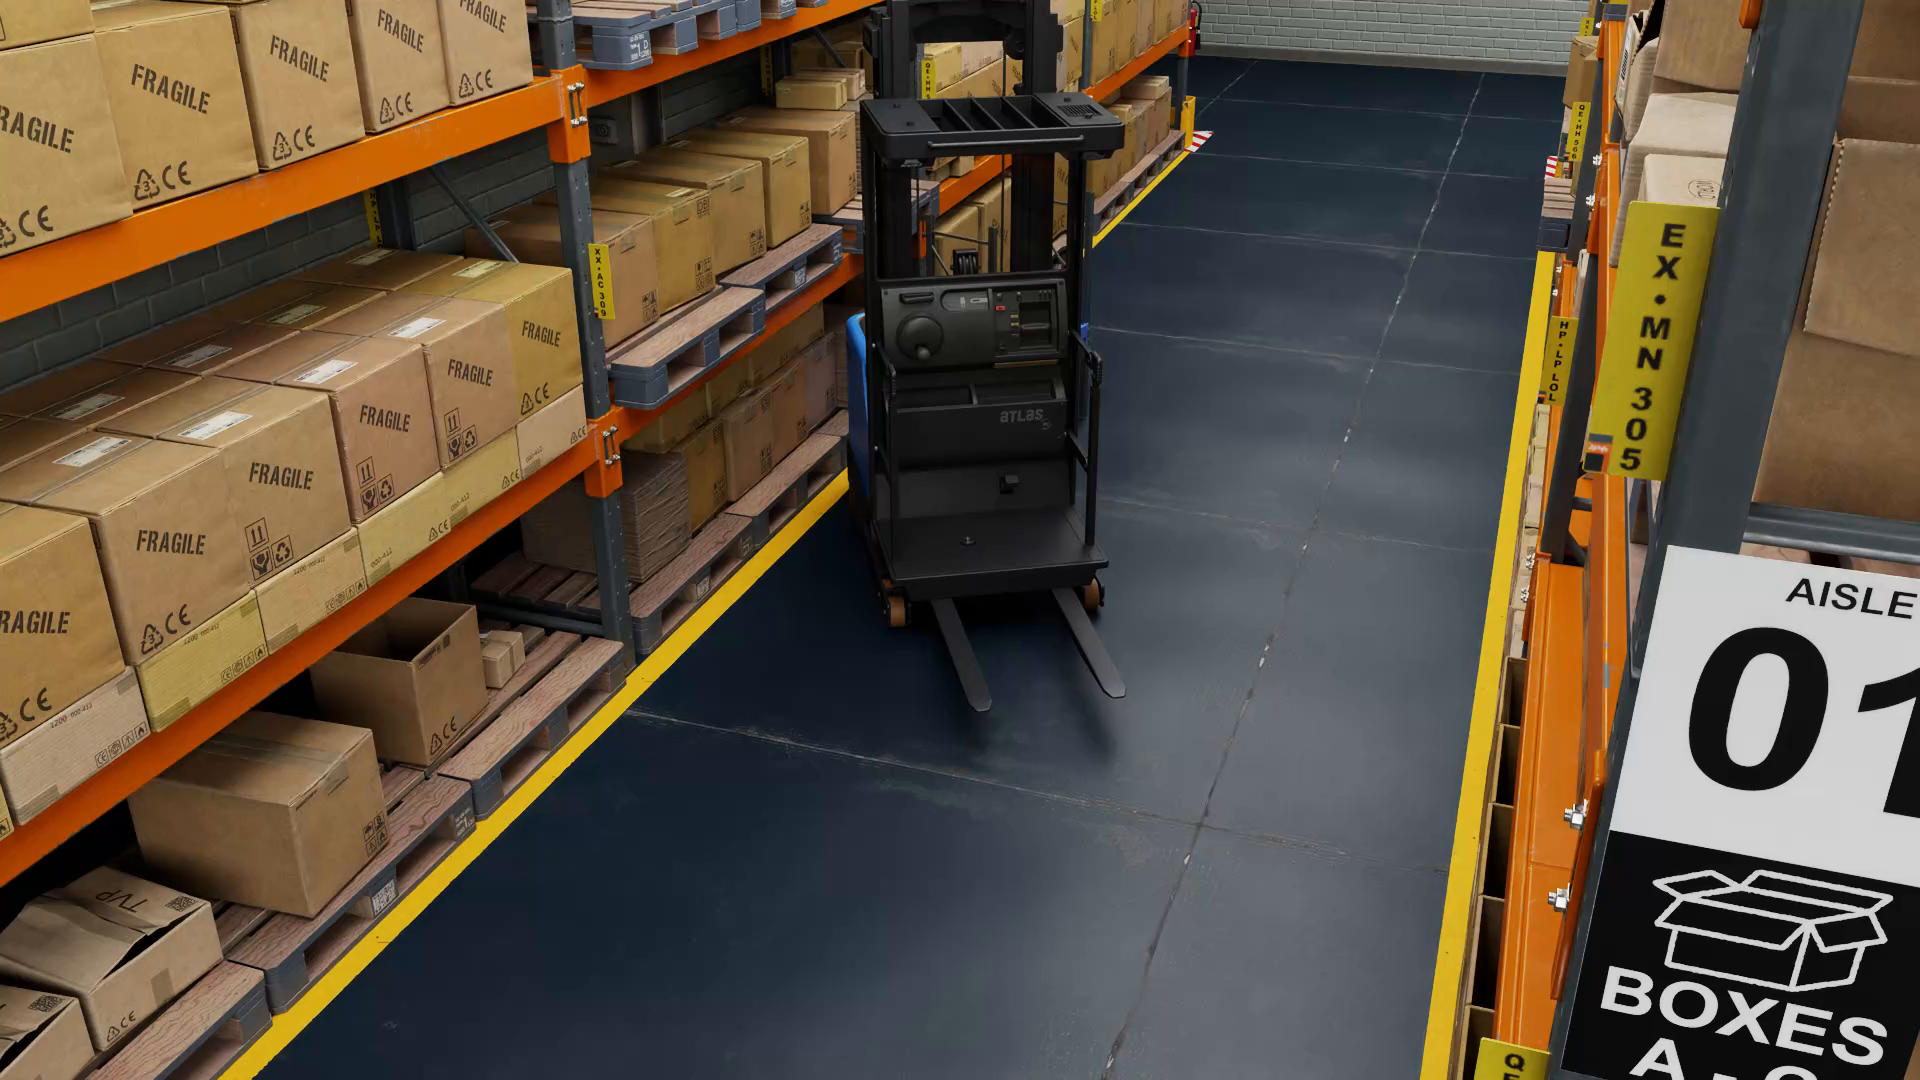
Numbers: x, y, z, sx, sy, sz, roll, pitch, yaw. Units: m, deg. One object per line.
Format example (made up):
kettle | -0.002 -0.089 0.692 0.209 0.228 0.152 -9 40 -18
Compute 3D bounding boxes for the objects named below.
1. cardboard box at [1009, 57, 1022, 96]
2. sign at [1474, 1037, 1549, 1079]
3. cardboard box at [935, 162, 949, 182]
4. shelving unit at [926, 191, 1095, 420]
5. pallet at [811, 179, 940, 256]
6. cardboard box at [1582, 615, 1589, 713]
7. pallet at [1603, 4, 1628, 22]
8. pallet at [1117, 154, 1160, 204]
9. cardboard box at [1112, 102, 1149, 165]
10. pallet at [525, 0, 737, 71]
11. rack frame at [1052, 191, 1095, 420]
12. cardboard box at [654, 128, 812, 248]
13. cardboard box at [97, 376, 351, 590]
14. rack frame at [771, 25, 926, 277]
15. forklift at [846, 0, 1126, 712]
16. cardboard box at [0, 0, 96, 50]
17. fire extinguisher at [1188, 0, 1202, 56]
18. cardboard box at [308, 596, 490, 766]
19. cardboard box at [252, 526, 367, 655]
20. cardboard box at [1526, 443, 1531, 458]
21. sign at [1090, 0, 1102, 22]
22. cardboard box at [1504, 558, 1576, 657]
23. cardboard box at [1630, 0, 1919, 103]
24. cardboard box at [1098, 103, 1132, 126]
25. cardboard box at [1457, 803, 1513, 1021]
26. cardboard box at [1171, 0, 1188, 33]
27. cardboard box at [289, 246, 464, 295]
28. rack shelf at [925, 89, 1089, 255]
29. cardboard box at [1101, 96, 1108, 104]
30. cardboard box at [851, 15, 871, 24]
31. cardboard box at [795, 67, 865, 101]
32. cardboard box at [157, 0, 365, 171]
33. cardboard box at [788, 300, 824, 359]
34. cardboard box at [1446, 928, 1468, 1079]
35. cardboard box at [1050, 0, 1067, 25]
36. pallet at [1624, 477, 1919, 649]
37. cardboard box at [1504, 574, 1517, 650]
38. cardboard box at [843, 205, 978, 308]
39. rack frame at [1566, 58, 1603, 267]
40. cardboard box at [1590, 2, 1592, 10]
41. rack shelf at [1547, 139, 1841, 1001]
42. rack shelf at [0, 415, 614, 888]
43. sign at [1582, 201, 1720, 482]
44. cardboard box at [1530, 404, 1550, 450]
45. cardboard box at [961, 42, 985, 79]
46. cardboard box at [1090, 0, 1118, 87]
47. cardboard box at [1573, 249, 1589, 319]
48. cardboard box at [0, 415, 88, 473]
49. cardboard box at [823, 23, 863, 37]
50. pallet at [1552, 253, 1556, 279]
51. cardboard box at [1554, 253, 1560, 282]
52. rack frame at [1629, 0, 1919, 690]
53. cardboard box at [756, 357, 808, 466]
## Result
cardboard box | 0.204 -3.412 12.377 0.500 0.500 0.500 10 27 19
sign | 0.790 0.863 2.425 0.100 0.325 0.005 9 27 17
cardboard box | -0.294 -2.529 11.297 0.380 0.149 0.250 9 27 18
shelving unit | 0.313 -1.355 10.328 0.538 1.500 1.048 18 31 33
pallet | -0.850 -2.035 10.230 1.213 0.211 1.003 9 27 17
cardboard box | 2.317 0.287 5.100 0.700 0.500 0.500 8 27 17
pallet | 3.817 -2.686 8.130 1.213 0.211 1.003 10 28 20
pallet | 1.349 -3.622 16.489 1.003 0.211 1.213 9 27 17
cardboard box | 1.477 -4.066 16.593 0.700 0.500 0.500 8 27 16
pallet | -1.739 -2.289 7.310 1.213 0.211 1.003 9 27 17
rack frame | 0.621 -1.531 10.692 0.500 1.500 0.032 18 31 33
cardboard box | -1.254 -1.962 9.242 0.700 0.500 0.500 9 27 17
cardboard box | -2.421 -0.200 5.510 0.500 0.500 0.500 10 27 19
rack frame | -0.714 -2.429 10.825 1.000 3.000 0.127 9 27 17
forklift | 0.117 -1.051 8.058 1.130 2.935 3.031 -5 26 -10
cardboard box | -2.644 -1.530 4.241 0.500 0.500 0.500 10 27 19
fire extinguisher | 2.434 -5.509 17.703 0.296 0.674 0.183 9 27 17
cardboard box | -2.352 0.574 6.986 0.500 0.500 0.500 7 27 14
cardboard box | -2.409 0.131 5.687 0.500 0.250 0.500 9 27 18
cardboard box | 3.508 -0.491 9.496 0.500 0.250 0.500 9 27 17
sign | 1.132 -4.484 13.831 0.100 0.325 0.005 9 27 17
cardboard box | 2.659 0.305 7.208 0.500 0.311 0.500 10 27 19
cardboard box | 1.961 -1.059 3.792 0.797 0.503 0.637 12 28 23
cardboard box | 1.423 -4.050 15.815 0.380 0.149 0.250 8 27 16
cardboard box | 1.846 1.198 5.145 0.500 0.500 0.500 9 27 17
cardboard box | 1.788 -5.641 17.114 0.980 0.700 0.700 10 28 20
cardboard box | -2.398 -0.902 6.959 0.500 0.500 0.500 8 27 16
rack shelf | -0.048 -2.927 12.680 1.077 0.370 4.000 9 27 17
cardboard box | 1.243 -4.330 16.393 0.380 0.149 0.250 9 27 18
cardboard box | -0.458 -3.601 11.906 0.500 0.250 0.500 8 27 16
cardboard box | -0.800 -2.818 10.265 0.380 0.149 0.250 5 26 11
cardboard box | -2.309 -1.507 5.341 0.500 0.500 0.500 8 27 15
cardboard box | -1.153 -1.311 10.019 0.500 0.250 0.500 9 27 18
cardboard box | 1.845 1.536 5.309 0.500 0.250 0.500 9 27 17
cardboard box | 0.524 -4.161 13.062 0.500 0.250 0.500 9 27 19
pallet | 1.557 -0.022 2.513 1.003 0.211 1.213 9 27 17
cardboard box | 2.832 0.350 7.759 0.500 0.250 0.500 9 27 19
cardboard box | -0.345 -1.934 11.787 0.750 0.750 0.750 8 27 17
rack frame | 3.959 -1.712 9.345 1.000 3.000 0.127 9 27 17
cardboard box | 5.887 -4.930 14.728 0.500 0.500 0.500 9 27 18
rack shelf | 1.962 -0.273 3.755 1.077 0.370 4.000 9 27 17
rack shelf | -2.710 0.360 5.890 1.077 0.370 4.000 9 27 17
sign | 0.790 -0.222 1.900 0.100 0.325 0.005 9 27 17
cardboard box | 3.341 -0.527 8.925 0.500 0.311 0.500 8 27 16
cardboard box | -0.141 -3.325 11.335 0.500 0.250 0.500 8 27 17
cardboard box | 0.813 -4.429 14.611 0.980 0.700 0.700 9 27 18
cardboard box | 3.479 -1.333 8.663 0.500 0.311 0.500 8 27 17
cardboard box | -3.075 -0.064 5.228 0.500 0.500 0.500 8 27 16
cardboard box | -0.632 -3.391 11.472 0.500 0.250 0.500 8 27 16
pallet | 5.519 -2.383 13.930 1.003 0.211 1.213 9 27 17
cardboard box | 4.899 -2.266 12.851 0.500 0.500 0.500 8 27 15
rack frame | 1.297 -1.125 1.247 1.000 3.000 0.127 9 27 17
cardboard box | -1.324 -0.796 9.815 0.700 0.500 0.500 9 27 17
